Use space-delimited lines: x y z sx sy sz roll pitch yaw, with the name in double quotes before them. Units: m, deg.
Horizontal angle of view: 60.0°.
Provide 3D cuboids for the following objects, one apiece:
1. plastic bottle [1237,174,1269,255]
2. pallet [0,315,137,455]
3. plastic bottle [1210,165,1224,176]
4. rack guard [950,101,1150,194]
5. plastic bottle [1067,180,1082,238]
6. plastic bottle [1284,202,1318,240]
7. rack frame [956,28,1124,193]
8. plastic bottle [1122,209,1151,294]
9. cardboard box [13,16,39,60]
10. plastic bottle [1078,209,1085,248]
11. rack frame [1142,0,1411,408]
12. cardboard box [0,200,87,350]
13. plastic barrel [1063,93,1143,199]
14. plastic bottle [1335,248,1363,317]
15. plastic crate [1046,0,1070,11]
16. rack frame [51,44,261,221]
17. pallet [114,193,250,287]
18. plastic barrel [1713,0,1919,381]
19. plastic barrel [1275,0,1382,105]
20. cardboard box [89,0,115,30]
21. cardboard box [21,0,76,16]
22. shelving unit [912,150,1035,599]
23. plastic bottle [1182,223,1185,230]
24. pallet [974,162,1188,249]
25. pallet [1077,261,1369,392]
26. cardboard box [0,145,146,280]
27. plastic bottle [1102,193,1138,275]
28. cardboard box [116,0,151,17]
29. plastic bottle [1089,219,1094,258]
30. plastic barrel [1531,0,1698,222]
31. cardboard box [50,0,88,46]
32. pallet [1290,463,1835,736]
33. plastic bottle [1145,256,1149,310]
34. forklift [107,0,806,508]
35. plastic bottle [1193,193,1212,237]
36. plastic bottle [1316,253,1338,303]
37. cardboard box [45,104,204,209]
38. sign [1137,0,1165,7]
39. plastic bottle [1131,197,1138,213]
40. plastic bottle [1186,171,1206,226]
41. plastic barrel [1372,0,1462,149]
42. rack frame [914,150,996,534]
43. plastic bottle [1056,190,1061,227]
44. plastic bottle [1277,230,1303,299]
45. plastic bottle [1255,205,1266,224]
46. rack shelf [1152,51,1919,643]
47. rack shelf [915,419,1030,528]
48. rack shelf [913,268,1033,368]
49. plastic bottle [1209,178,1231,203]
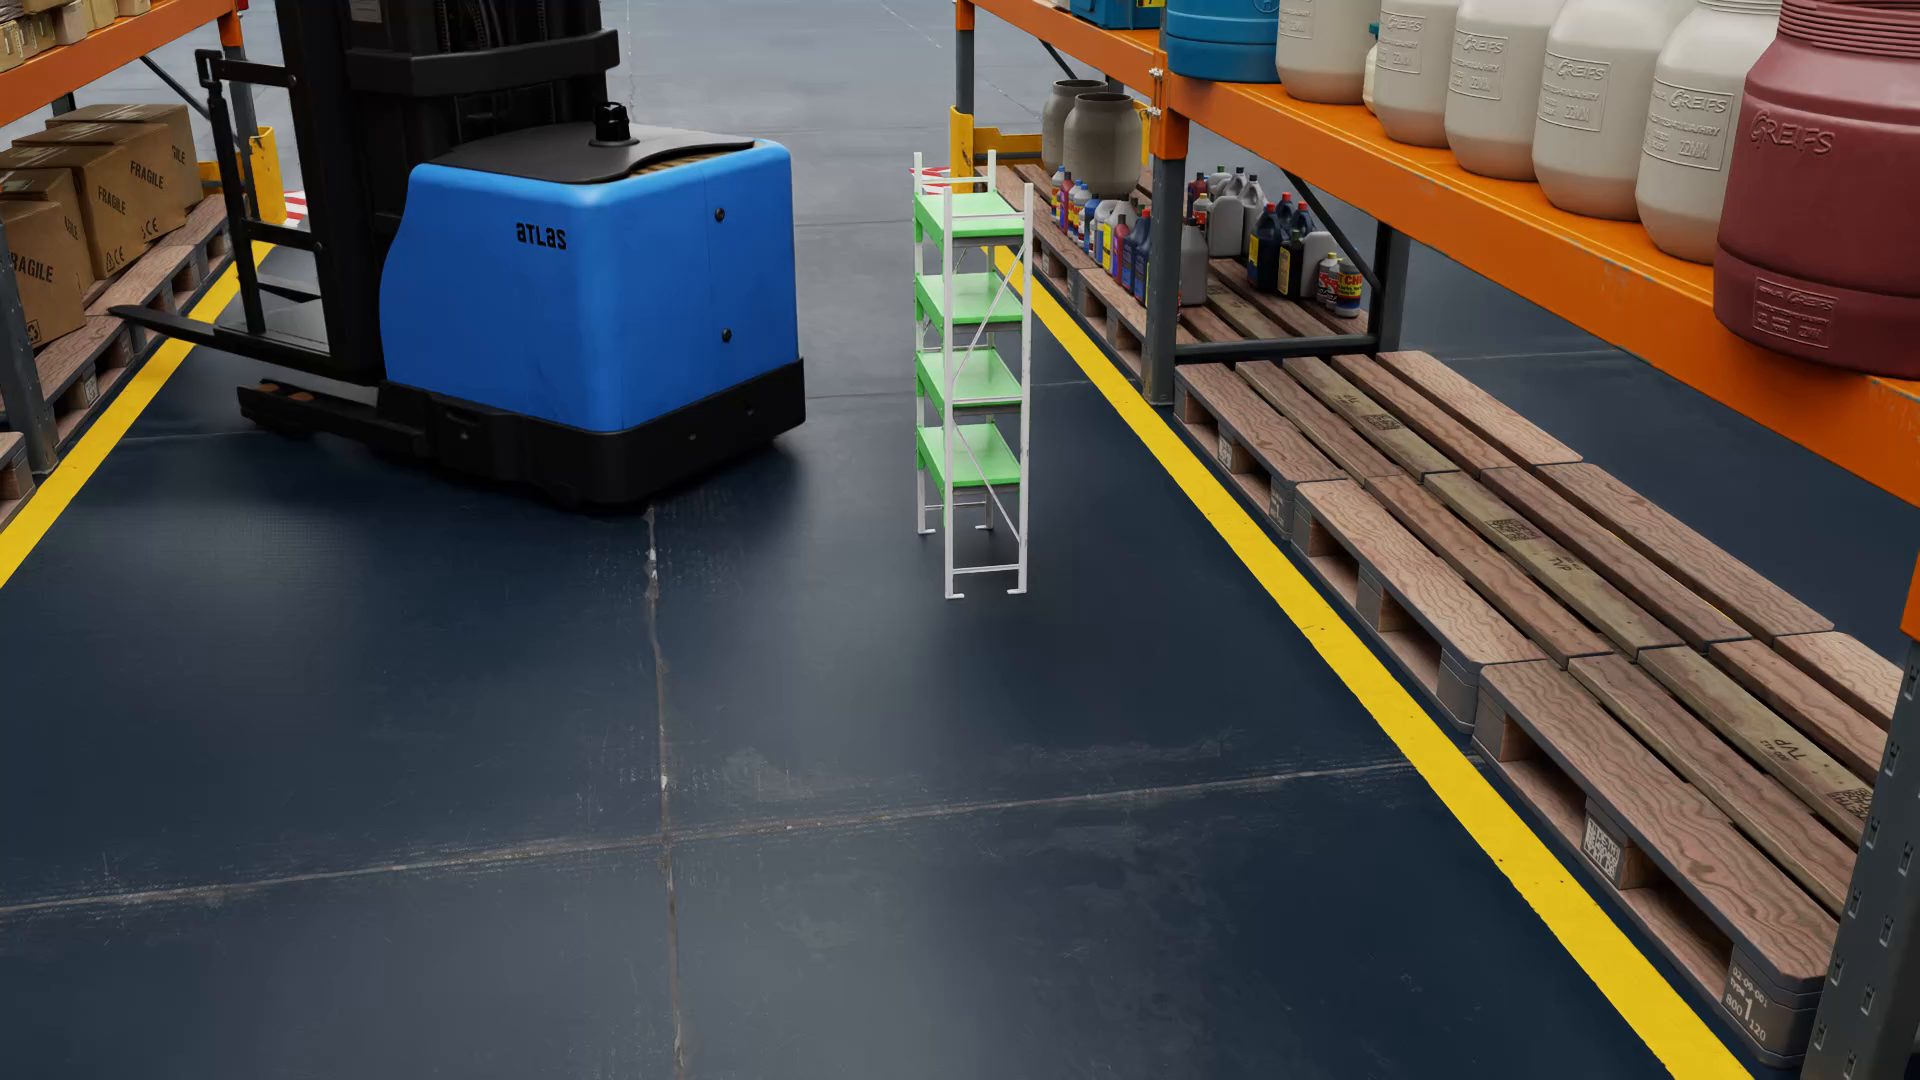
"plastic bottle" 1.363 -1.522 7.747 0.144 0.351 0.185 -4 24 -10
"pallet" -3.809 -0.562 6.272 1.003 0.211 1.213 -4 24 -10
"plastic bottle" 1.288 -1.740 8.330 0.061 0.283 0.133 -4 24 -8
"rack guard" 0.538 -2.346 9.997 1.175 0.500 0.348 -4 24 -10
"plastic bottle" 0.570 -1.598 8.020 0.097 0.271 0.097 0 24 0
"plastic bottle" 1.476 -1.280 7.194 0.144 0.351 0.185 -4 24 -8
"rack frame" 0.478 -3.518 9.557 1.000 3.000 0.127 -4 24 -10
"plastic bottle" 0.780 -1.240 7.100 0.144 0.351 0.185 -6 24 -12
"cardboard box" -3.501 -1.765 5.858 0.380 0.149 0.250 -4 24 -10
"plastic bottle" 0.607 -1.488 7.855 0.097 0.201 0.097 0 24 0
"rack frame" 1.217 -1.944 5.954 1.000 3.000 0.127 -4 24 -10
"cardboard box" -3.798 -1.010 6.413 0.500 0.500 0.500 3 24 7
"plastic barrel" 0.767 -2.120 8.939 0.421 0.512 0.421 0 24 0
"plastic bottle" 1.589 -1.054 6.774 0.097 0.271 0.097 0 24 0
"plastic crate" 0.668 -2.444 7.427 0.530 0.136 0.437 -4 24 -10
"rack frame" -4.390 -3.151 8.717 1.000 3.000 0.127 -4 24 -10
"pallet" -4.260 -1.521 8.469 1.003 0.211 1.213 -4 24 -10
"plastic barrel" 1.574 -0.594 2.691 0.600 0.536 0.708 -4 24 -10
"plastic barrel" 1.179 -1.614 5.028 0.433 0.535 0.433 0 24 0
"cardboard box" -3.685 -2.159 6.759 0.380 0.149 0.250 -4 24 -10
"cardboard box" -3.730 -2.141 5.907 0.875 0.500 0.500 -4 24 -10
"shelving unit" 0.031 -0.485 4.861 0.258 1.200 0.503 -4 24 -10
"plastic bottle" 0.921 -1.226 7.163 0.152 0.276 0.135 -4 24 -10
"pallet" 0.683 -1.894 9.322 1.003 0.211 1.213 -4 24 -10
"pallet" 1.134 -0.934 7.124 1.003 0.211 1.213 -4 24 -10
"cardboard box" -4.049 -1.471 7.469 0.500 0.500 0.500 -2 24 -5
"plastic bottle" 0.720 -1.367 7.391 0.144 0.351 0.185 -4 24 -10
"cardboard box" -3.754 -2.357 7.213 0.380 0.149 0.250 -4 24 -10
"plastic bottle" 0.645 -1.407 7.670 0.097 0.201 0.097 0 24 0
"plastic barrel" 1.479 -0.977 3.599 0.421 0.512 0.421 0 24 0
"cardboard box" -3.562 -1.964 6.313 0.380 0.149 0.250 -4 24 -10
"pallet" 1.630 0.120 4.711 1.003 0.211 1.213 -4 24 -10
"plastic bottle" 0.804 -1.066 6.787 0.061 0.283 0.133 -3 24 -7
"forklift" -2.080 -1.880 5.893 3.031 2.935 1.130 14 27 30
"plastic bottle" 1.174 -1.575 8.055 0.097 0.201 0.097 0 24 0
"plastic bottle" 1.552 -1.101 6.971 0.097 0.201 0.097 0 24 0
"cardboard box" -4.291 -1.951 8.568 0.500 0.500 0.500 0 24 0
"sign" 0.675 -2.035 5.816 0.100 0.325 0.005 -4 24 -10
"plastic bottle" 0.798 -1.408 7.570 0.061 0.283 0.133 -4 24 -10
"plastic bottle" 1.163 -1.675 8.182 0.061 0.283 0.133 -4 24 -10
"plastic barrel" 1.315 -1.326 4.368 0.433 0.535 0.433 0 24 0
"rack frame" -0.015 -0.581 5.081 0.240 1.200 0.015 -4 24 -10
"plastic bottle" 0.526 -1.660 8.250 0.097 0.201 0.097 0 24 0
"plastic bottle" 1.398 -1.176 7.039 0.061 0.283 0.133 -4 24 -10
"plastic bottle" 1.377 -1.373 7.506 0.097 0.271 0.097 0 24 0
"rack shelf" 1.587 -0.828 4.297 1.077 0.370 4.000 -4 24 -10
"rack shelf" 0.031 -0.206 4.982 0.258 0.148 0.480 -4 24 -10
"rack shelf" 0.031 -0.646 4.790 0.258 0.148 0.480 -4 24 -10
"plastic bottle" 1.294 -1.626 8.077 0.152 0.276 0.135 -5 24 -11
